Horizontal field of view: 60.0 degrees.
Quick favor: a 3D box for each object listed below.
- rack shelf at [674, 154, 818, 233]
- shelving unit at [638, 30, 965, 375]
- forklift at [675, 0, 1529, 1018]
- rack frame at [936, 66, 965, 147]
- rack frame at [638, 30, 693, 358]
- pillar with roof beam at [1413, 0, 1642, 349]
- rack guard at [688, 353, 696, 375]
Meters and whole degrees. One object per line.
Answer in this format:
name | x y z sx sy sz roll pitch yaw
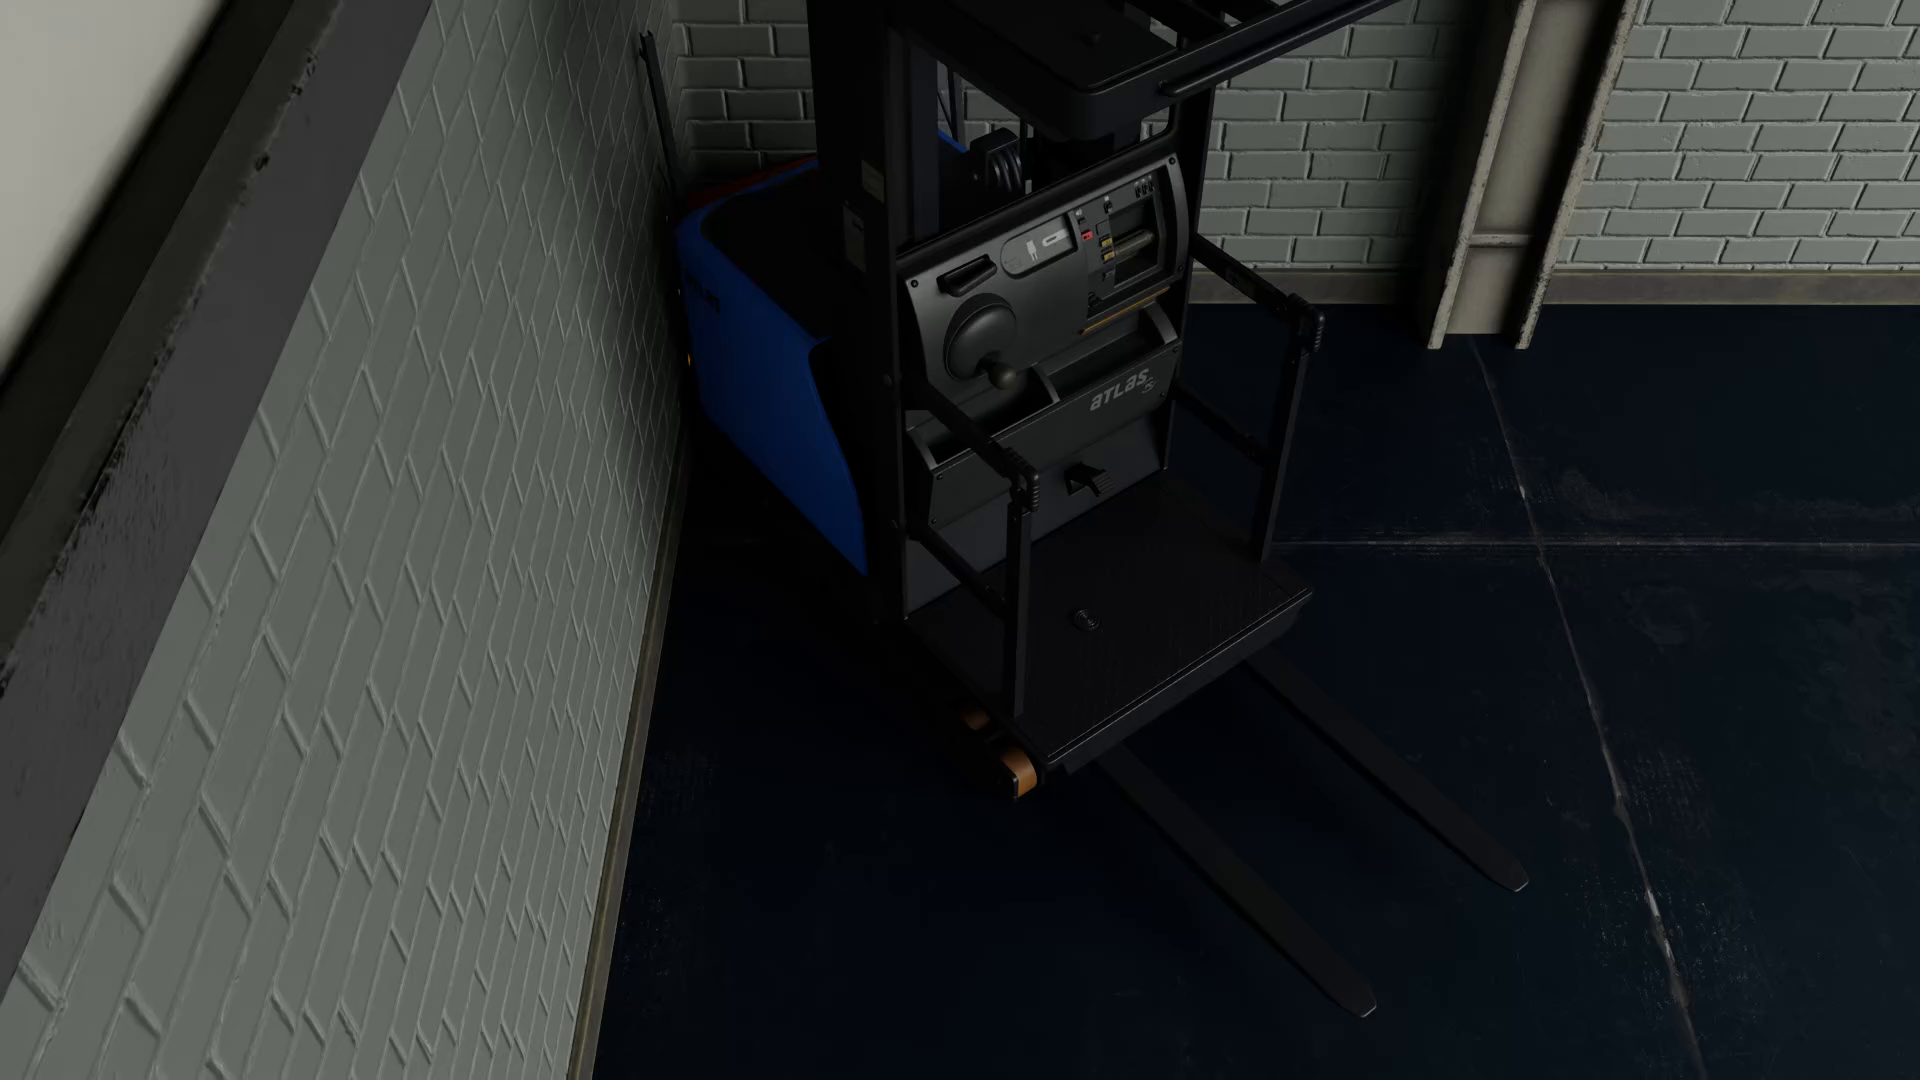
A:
rack shelf | -0.545 -1.159 5.958 1.000 0.185 0.538 -22 45 -18
shelving unit | -0.549 -1.294 5.839 1.083 1.500 0.587 -22 45 -18
forklift | 0.380 -0.638 4.341 1.130 2.935 3.031 -29 54 -25
rack frame | -0.108 -1.474 5.991 0.032 1.500 0.500 -22 45 -18
rack frame | -1.005 -1.109 5.681 0.032 1.500 0.500 -22 45 -18
pillar with roof beam | 1.988 -0.769 0.318 0.400 9.000 9.100 0 47 0
rack guard | -0.948 -0.657 6.109 0.087 0.250 0.587 -22 45 -18
